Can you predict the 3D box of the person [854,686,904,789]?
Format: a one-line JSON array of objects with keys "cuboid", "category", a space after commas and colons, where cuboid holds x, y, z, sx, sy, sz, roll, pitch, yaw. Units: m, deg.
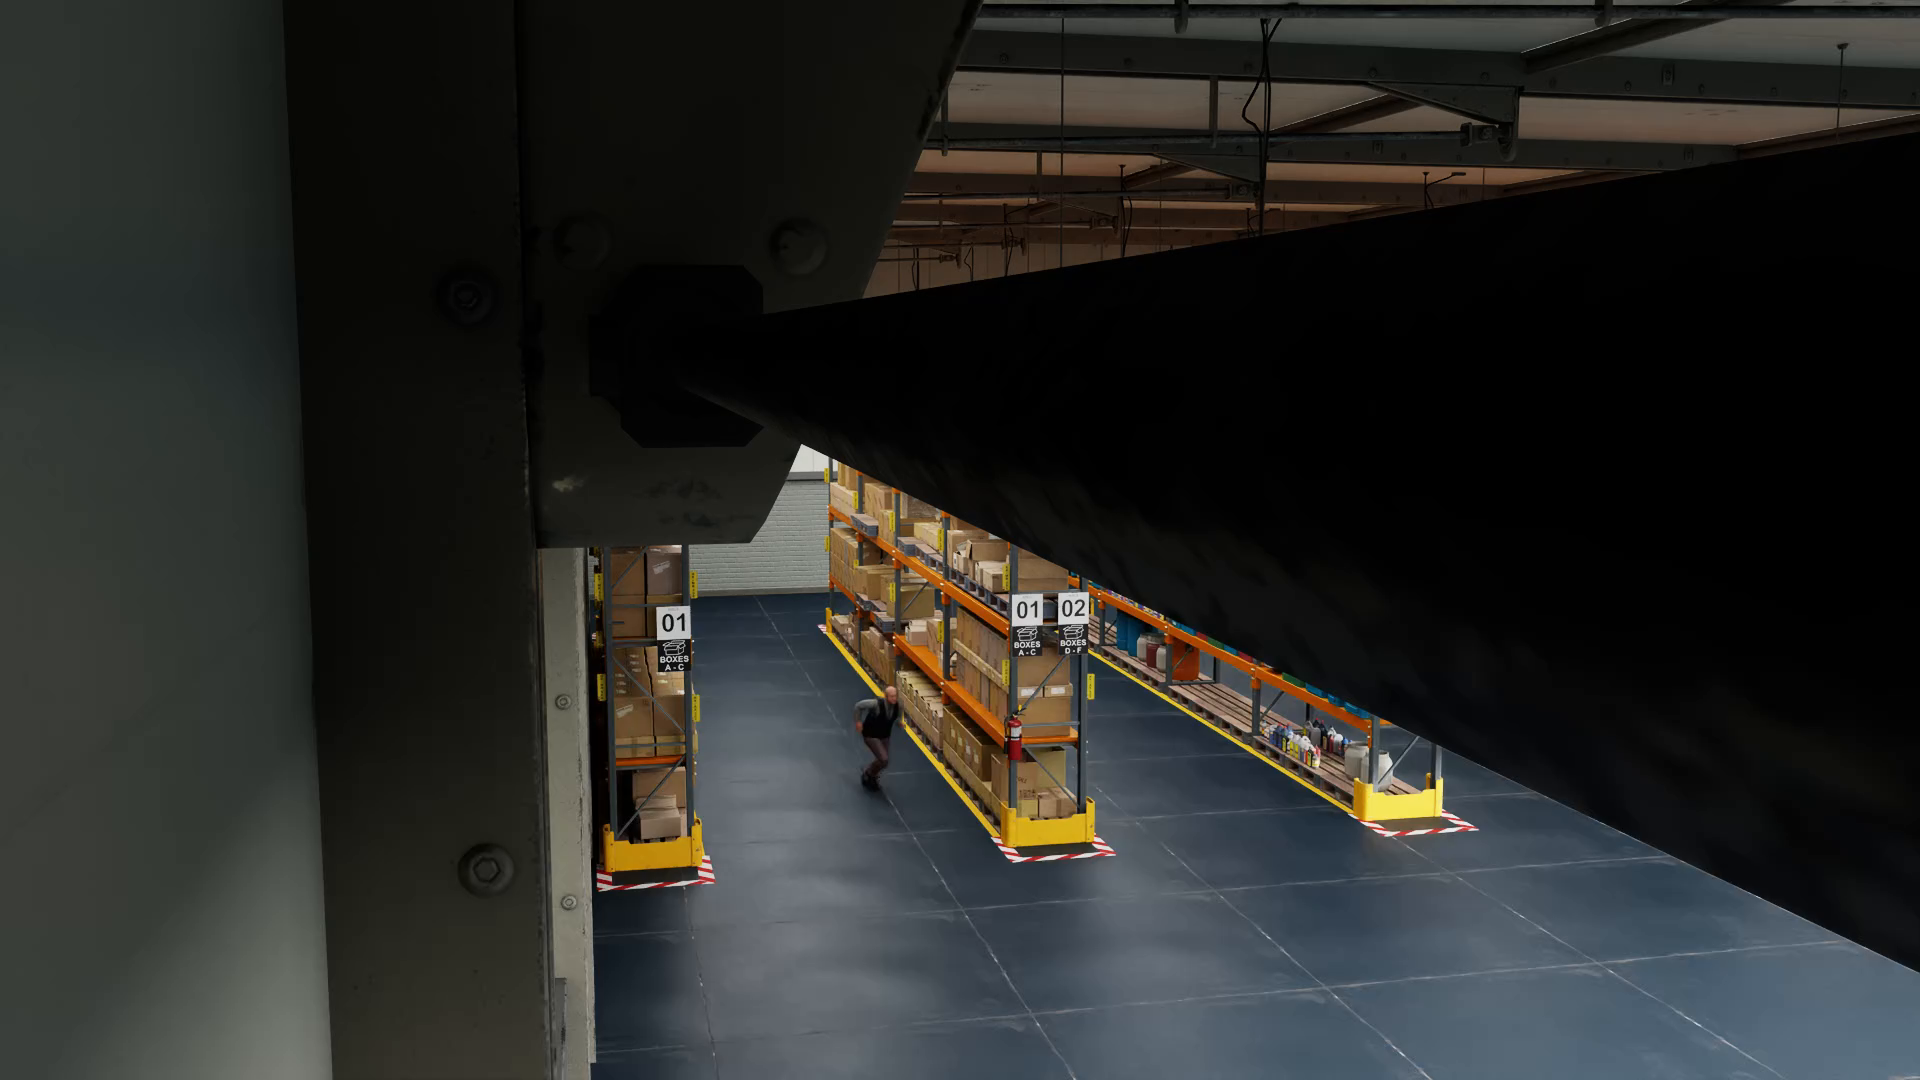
[{"cuboid": [-1.148, 2.834, 23.358, 0.688, 1.450, 0.917, -5, 9, -38], "category": "person"}]
